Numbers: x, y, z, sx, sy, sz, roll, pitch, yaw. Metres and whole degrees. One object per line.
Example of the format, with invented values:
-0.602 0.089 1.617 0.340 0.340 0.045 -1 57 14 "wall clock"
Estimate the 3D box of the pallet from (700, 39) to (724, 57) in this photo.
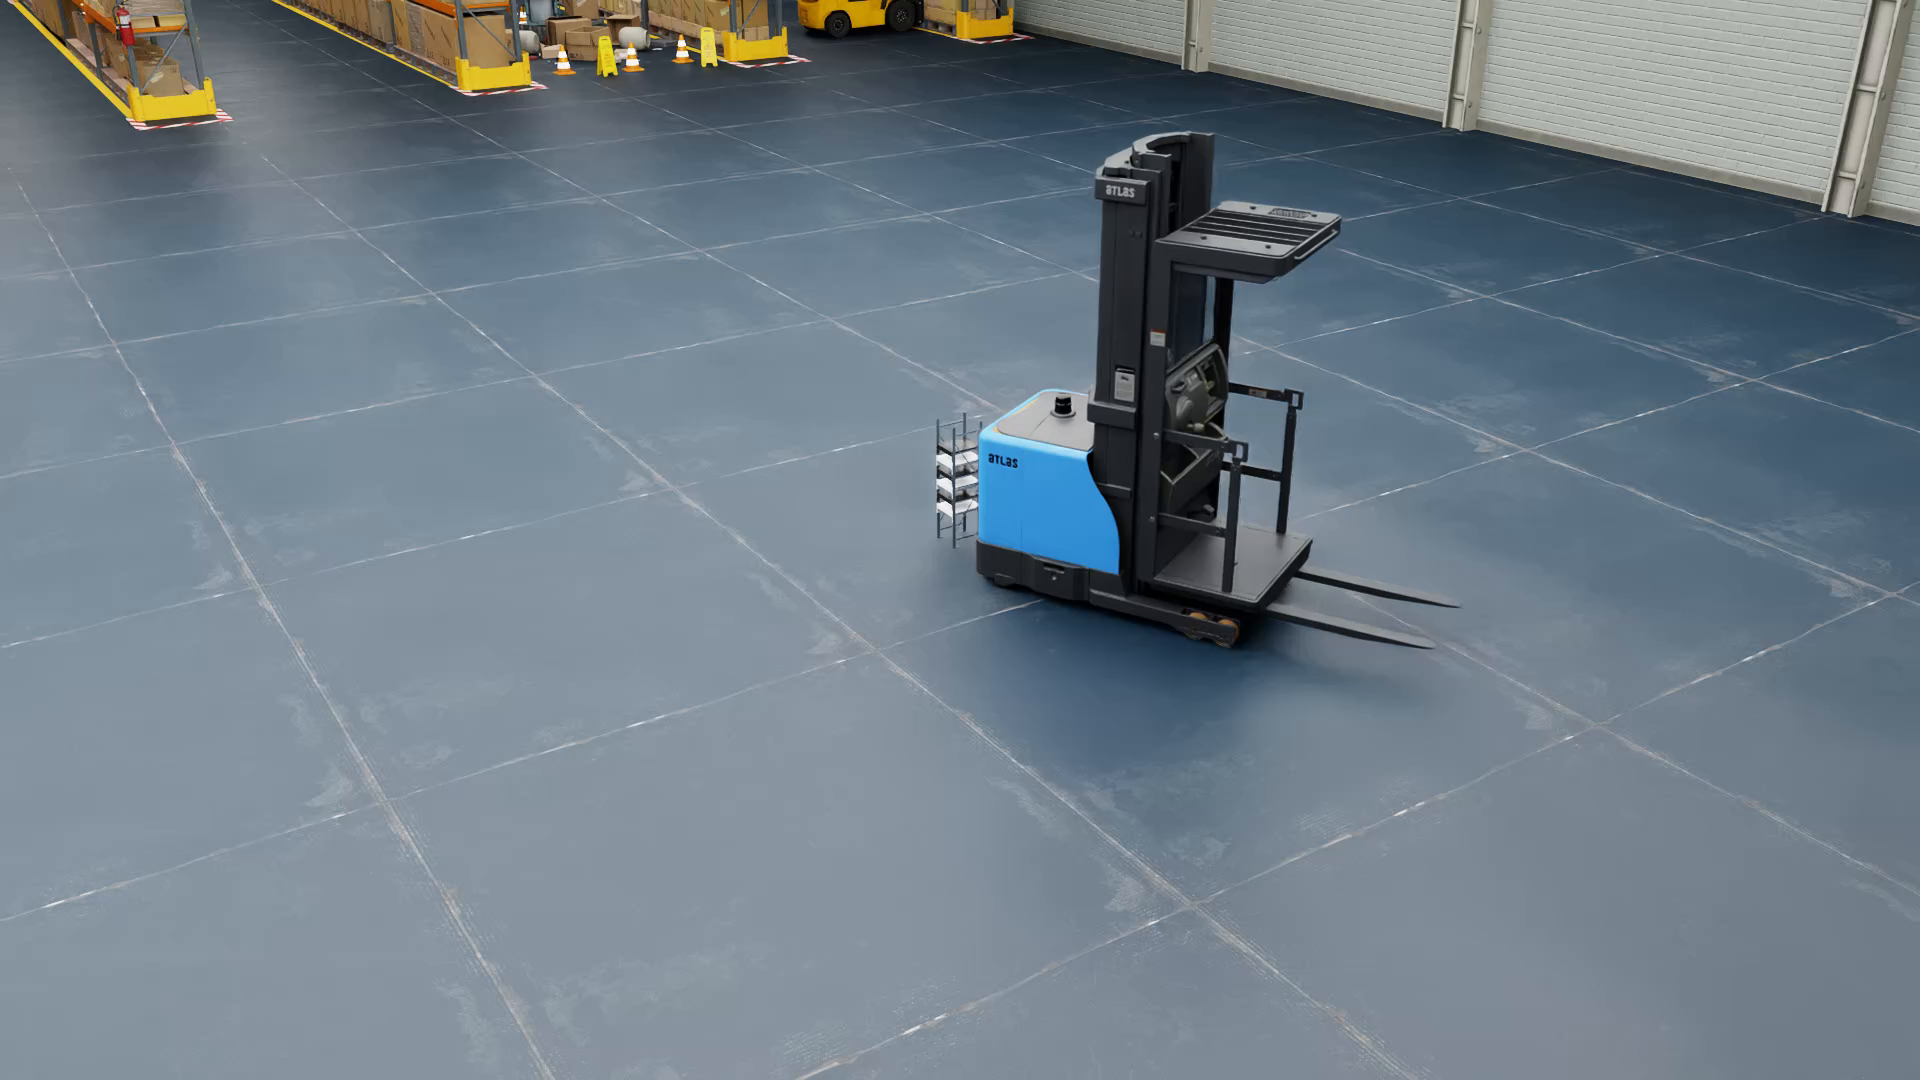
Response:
-4.135 -9.204 30.961 1.003 0.211 1.213 -16 29 -30 "pallet"

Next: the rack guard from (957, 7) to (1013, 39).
0.491 -10.158 32.644 1.175 0.500 0.348 -16 29 -30 "rack guard"

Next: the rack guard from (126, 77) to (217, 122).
-12.024 -6.726 25.375 1.175 0.500 0.348 -16 29 -30 "rack guard"

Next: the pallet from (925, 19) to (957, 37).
0.025 -10.300 33.283 1.003 0.211 1.213 -16 29 -30 "pallet"

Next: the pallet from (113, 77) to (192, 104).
-13.100 -7.330 26.993 1.003 0.211 1.213 -16 29 -30 "pallet"

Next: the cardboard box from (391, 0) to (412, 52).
-9.671 -9.368 30.039 0.875 0.875 0.875 -15 29 -29 "cardboard box"

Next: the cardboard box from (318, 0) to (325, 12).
-12.997 -11.231 34.425 0.500 0.500 0.500 -14 29 -28 "cardboard box"

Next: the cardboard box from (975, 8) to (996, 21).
0.373 -10.465 33.095 0.500 0.250 0.500 -15 29 -29 "cardboard box"

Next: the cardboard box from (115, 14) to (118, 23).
-12.627 -7.936 25.305 0.380 0.149 0.250 -16 29 -30 "cardboard box"

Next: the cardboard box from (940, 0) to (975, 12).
-0.050 -10.571 32.734 0.500 0.250 0.500 -16 30 -30 "cardboard box"

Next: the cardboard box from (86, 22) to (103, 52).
-15.034 -8.928 29.524 0.700 0.500 0.500 -18 31 -34 "cardboard box"

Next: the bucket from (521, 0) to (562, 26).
-7.949 -10.075 31.595 0.726 0.611 0.620 -6 16 -12 "bucket"

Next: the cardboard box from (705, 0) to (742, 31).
-4.335 -9.650 30.491 0.500 0.500 0.500 -15 29 -29 "cardboard box"

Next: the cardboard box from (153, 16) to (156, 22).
-12.183 -8.060 25.566 0.380 0.149 0.250 -16 29 -30 "cardboard box"

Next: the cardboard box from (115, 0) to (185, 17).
-12.260 -8.212 25.129 0.875 0.500 0.500 -16 29 -30 "cardboard box"

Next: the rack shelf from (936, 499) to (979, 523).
-0.004 -0.217 11.618 0.258 0.077 0.200 -16 29 -30 "rack shelf"

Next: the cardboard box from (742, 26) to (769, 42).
-3.888 -9.438 30.921 0.500 0.250 0.500 -16 30 -30 "cardboard box"

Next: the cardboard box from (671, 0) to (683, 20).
-5.183 -10.206 31.670 0.500 0.500 0.500 -14 29 -27 "cardboard box"

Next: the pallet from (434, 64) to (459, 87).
-8.274 -7.956 28.318 1.003 0.211 1.213 -16 29 -30 "pallet"

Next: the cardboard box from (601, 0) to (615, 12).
-6.928 -11.263 34.643 0.950 0.372 0.625 -14 29 -28 "cardboard box"

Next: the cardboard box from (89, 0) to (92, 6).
-14.015 -8.824 27.185 0.380 0.149 0.250 -16 29 -30 "cardboard box"

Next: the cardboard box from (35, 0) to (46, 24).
-17.679 -10.807 33.088 1.225 0.875 0.875 -17 30 -31 "cardboard box"

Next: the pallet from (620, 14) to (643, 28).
-6.289 -10.587 33.891 1.003 0.211 1.213 -16 29 -30 "pallet"

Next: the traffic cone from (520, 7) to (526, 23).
-8.709 -10.410 33.222 0.336 0.463 0.334 -16 29 -30 "traffic cone"

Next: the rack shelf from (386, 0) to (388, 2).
-11.047 -10.770 31.855 1.077 0.370 4.000 -16 29 -30 "rack shelf"

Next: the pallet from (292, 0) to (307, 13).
-13.896 -11.702 36.254 1.003 0.211 1.213 -16 29 -30 "pallet"

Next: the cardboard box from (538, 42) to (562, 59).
-7.474 -8.958 30.377 0.396 0.266 0.258 -10 27 -21 "cardboard box"

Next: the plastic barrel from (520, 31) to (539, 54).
-8.051 -9.166 30.634 0.512 0.421 0.421 3 25 6 "plastic barrel"

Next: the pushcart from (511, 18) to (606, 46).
-7.746 -9.834 32.103 0.936 0.377 1.648 18 31 33 "pushcart"

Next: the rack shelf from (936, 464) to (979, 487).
-0.004 -0.461 11.502 0.258 0.077 0.200 -16 29 -30 "rack shelf"

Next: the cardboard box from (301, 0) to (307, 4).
-13.851 -11.786 35.601 0.500 0.500 0.500 -14 29 -27 "cardboard box"

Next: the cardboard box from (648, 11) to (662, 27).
-5.767 -10.242 32.623 0.500 0.250 0.500 -17 30 -32 "cardboard box"

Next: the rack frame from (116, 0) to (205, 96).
-11.983 -7.829 24.783 1.000 3.000 0.127 -16 29 -30 "rack frame"

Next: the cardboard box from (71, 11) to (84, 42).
-15.967 -9.524 30.787 0.700 0.500 0.500 -17 30 -32 "cardboard box"

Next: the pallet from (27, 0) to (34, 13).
-19.553 -11.587 36.011 1.003 0.211 1.213 -16 29 -30 "pallet"

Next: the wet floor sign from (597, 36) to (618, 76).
-6.097 -8.335 28.614 0.267 0.644 0.232 -22 33 -38 "wet floor sign"

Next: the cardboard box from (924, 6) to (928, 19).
-0.573 -10.699 33.591 0.500 0.250 0.500 -15 29 -29 "cardboard box"

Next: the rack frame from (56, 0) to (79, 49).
-16.350 -10.691 30.845 1.000 3.000 0.127 -16 29 -30 "rack frame"

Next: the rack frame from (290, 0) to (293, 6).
-14.322 -13.241 36.247 1.000 3.000 0.127 -16 29 -30 "rack frame"

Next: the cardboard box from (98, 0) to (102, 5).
-13.133 -8.733 26.233 0.875 0.500 0.500 -16 29 -30 "cardboard box"

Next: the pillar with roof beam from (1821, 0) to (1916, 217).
7.072 -7.027 16.057 9.100 9.000 0.400 -16 29 -30 "pillar with roof beam"

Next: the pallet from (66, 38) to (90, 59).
-15.924 -9.150 30.847 1.003 0.211 1.213 -16 29 -30 "pallet"

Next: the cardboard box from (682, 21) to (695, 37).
-4.913 -9.685 31.443 0.500 0.250 0.500 -17 30 -31 "cardboard box"

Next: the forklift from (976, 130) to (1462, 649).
1.646 -0.923 10.234 3.031 2.935 1.130 13 28 26 "forklift"

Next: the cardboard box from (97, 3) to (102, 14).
-13.471 -8.466 26.426 0.380 0.149 0.250 -16 29 -30 "cardboard box"

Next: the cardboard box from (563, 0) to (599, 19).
-7.338 -10.356 32.177 0.500 0.500 0.500 -16 29 -30 "cardboard box"

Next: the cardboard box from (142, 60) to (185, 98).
-12.309 -7.116 25.709 0.500 0.500 0.500 -10 27 -20 "cardboard box"

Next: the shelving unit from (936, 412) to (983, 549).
-0.004 -0.410 11.526 0.258 0.900 0.210 -16 29 -30 "shelving unit"

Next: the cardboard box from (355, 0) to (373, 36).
-10.893 -10.099 31.735 1.050 0.750 0.750 -16 29 -30 "cardboard box"

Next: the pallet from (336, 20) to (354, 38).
-11.772 -10.250 33.177 1.003 0.211 1.213 -16 29 -30 "pallet"

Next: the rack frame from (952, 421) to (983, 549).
0.051 -0.373 11.449 0.240 0.900 0.006 -16 29 -30 "rack frame"

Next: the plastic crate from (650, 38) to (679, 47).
-5.693 -9.496 31.735 0.583 0.080 0.402 18 31 33 "plastic crate"

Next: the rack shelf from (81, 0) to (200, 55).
-13.074 -8.219 26.452 1.077 0.370 4.000 -16 29 -30 "rack shelf"

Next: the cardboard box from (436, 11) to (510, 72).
-8.197 -8.405 28.000 0.875 0.875 0.875 -15 29 -29 "cardboard box"

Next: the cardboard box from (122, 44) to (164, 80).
-13.258 -7.760 27.073 0.500 0.500 0.500 -19 31 -34 "cardboard box"

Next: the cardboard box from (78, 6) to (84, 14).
-15.959 -9.866 30.632 0.500 0.250 0.500 -14 29 -28 "cardboard box"
